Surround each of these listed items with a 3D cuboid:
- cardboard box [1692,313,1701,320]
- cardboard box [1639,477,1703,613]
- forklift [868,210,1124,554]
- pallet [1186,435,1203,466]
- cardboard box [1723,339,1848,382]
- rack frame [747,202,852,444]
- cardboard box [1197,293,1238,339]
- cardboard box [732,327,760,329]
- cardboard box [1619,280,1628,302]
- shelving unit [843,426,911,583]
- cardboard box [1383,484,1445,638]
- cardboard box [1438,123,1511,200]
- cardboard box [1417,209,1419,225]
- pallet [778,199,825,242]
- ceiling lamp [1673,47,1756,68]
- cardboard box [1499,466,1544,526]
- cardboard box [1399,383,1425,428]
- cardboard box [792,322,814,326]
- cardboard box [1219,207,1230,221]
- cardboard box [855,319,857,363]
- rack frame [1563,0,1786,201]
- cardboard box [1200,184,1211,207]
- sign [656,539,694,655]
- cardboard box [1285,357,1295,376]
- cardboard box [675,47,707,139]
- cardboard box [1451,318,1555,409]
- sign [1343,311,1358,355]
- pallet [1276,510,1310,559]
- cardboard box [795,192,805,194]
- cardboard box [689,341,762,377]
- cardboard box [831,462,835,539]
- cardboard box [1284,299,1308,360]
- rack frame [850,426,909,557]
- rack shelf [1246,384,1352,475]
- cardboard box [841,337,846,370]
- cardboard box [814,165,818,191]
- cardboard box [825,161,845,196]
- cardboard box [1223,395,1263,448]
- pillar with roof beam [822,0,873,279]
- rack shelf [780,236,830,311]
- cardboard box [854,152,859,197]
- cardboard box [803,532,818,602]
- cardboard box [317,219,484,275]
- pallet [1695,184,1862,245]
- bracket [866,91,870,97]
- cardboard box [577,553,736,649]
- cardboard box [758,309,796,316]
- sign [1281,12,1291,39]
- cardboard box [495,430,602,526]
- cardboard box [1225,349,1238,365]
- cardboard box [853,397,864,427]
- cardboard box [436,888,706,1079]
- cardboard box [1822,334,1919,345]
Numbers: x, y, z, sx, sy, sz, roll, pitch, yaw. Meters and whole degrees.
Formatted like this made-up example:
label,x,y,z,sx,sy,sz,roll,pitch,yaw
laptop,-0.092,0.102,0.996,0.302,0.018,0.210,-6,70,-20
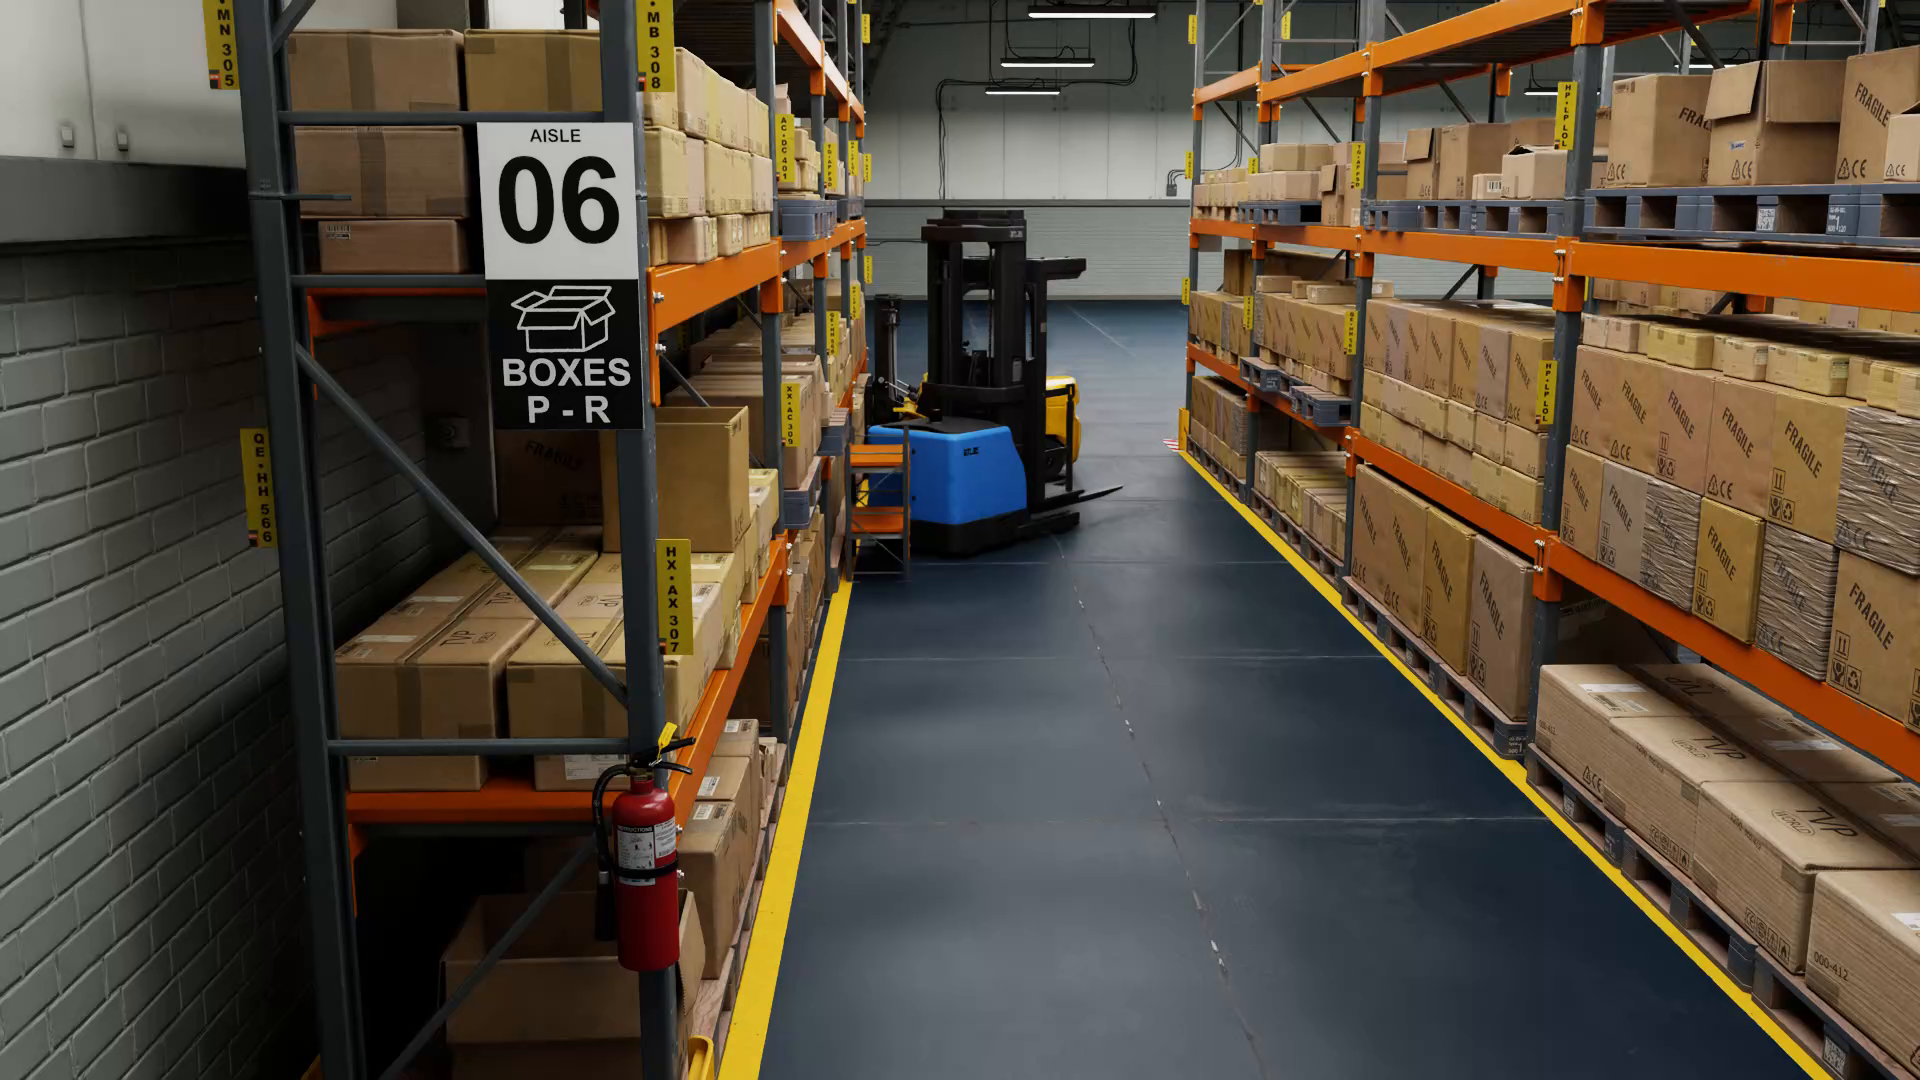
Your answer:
label,x,y,z,sx,sy,sz,roll,pitch,yaw
cardboard box,8.281,-2.118,17.580,0.875,0.550,0.550,0,11,-1
cardboard box,3.311,0.013,7.202,0.500,0.500,0.500,0,11,-1
forklift,0.462,-1.555,15.350,1.130,2.935,3.031,9,14,36
pallet,3.288,-1.074,19.821,1.003,0.211,1.213,0,11,-1
cardboard box,3.312,-0.722,6.676,0.380,0.149,0.250,0,11,-1
rack frame,-1.575,-1.801,16.392,1.000,3.000,0.127,0,11,-1
cardboard box,3.051,-2.614,19.398,0.500,0.500,0.500,0,11,1
cardboard box,-1.753,-1.742,14.216,0.380,0.149,0.250,0,11,0
cardboard box,8.324,-3.077,19.591,0.875,0.550,0.550,0,11,-1
shelving unit,-0.675,-0.311,13.764,0.538,1.125,1.048,0,11,-1
cardboard box,3.415,0.124,11.193,0.875,0.875,0.875,0,11,0
cardboard box,3.680,-2.556,11.260,0.700,0.500,0.500,-1,11,-4
cardboard box,3.254,-2.436,12.608,0.380,0.149,0.250,0,11,-1
pallet,-1.353,-1.718,8.914,1.213,0.211,1.003,0,11,-1
ceiling lamp,16.299,-11.718,35.505,2.000,3.185,0.800,0,11,-1
cardboard box,3.291,-0.246,9.106,0.500,0.250,0.500,-1,11,-3
cardboard box,3.241,-0.895,11.045,0.500,0.250,0.500,0,11,-1
cardboard box,-1.290,-1.847,14.735,0.380,0.149,0.250,0,11,-1
cardboard box,3.064,-3.588,18.287,0.380,0.149,0.250,-1,11,-3
cardboard box,-1.362,-2.143,17.828,0.500,0.500,0.500,0,11,-2
rack frame,3.553,-3.172,8.061,1.000,3.000,0.127,0,11,-1
cardboard box,3.049,-3.958,19.110,0.500,0.250,0.500,0,11,-2
sign,-0.785,0.158,4.559,0.100,0.325,0.005,0,11,-1
cardboard box,3.082,-1.534,14.653,0.380,0.149,0.250,0,11,1
cardboard box,-1.077,-1.393,5.210,0.500,0.250,0.500,0,11,-2
cardboard box,3.283,-1.062,9.984,0.500,0.500,0.500,0,11,1
sign,2.928,-1.551,12.449,0.100,0.325,0.005,0,11,-1
pallet,3.433,-0.058,14.812,1.003,0.211,1.213,0,11,-1
cardboard box,-1.230,-2.375,11.052,0.380,0.149,0.250,0,11,-1
cardboard box,-1.638,-1.158,11.913,0.500,0.500,0.500,0,11,2
cardboard box,-1.513,-0.302,13.918,0.875,0.625,0.625,0,11,1
cardboard box,3.139,-1.828,14.471,0.500,0.500,0.500,-1,11,-3
rack frame,-0.687,-0.412,14.262,0.500,1.125,0.032,0,11,-1
rack shelf,3.429,-1.072,14.608,1.077,0.370,4.000,0,11,-1
cardboard box,-1.287,-1.672,14.876,0.500,0.250,0.500,0,11,0
cardboard box,-1.038,-2.127,9.779,0.380,0.149,0.250,0,11,0
cardboard box,-1.317,-3.339,15.346,0.500,0.311,0.500,-1,11,-3
cardboard box,3.095,-1.265,17.725,0.500,0.500,0.500,0,11,0
pillar with roof beam,1.388,-8.990,36.738,9.100,9.000,0.548,0,11,-1
rack shelf,-1.451,-1.726,10.286,1.077,0.370,4.000,0,11,-1
cardboard box,-1.484,-4.079,18.517,0.700,0.500,0.500,0,11,-1
cardboard box,-1.269,0.196,11.778,0.500,0.500,0.500,0,11,-2
cardboard box,-1.565,-0.825,4.669,0.380,0.149,0.250,0,11,0
pallet,3.581,-1.254,6.373,1.003,0.211,1.213,0,11,-1
bracket,-2.867,-13.677,50.787,0.235,0.232,0.430,0,11,-1
cardboard box,-1.092,0.220,6.060,0.500,0.250,0.500,0,11,-2
cardboard box,-1.839,-2.231,16.627,0.380,0.149,0.250,0,11,-1
sign,3.860,-6.091,19.701,0.100,0.325,0.005,0,11,-1
cardboard box,-1.645,-0.353,6.999,0.500,0.500,0.500,-1,11,-3
cardboard box,3.052,-1.963,17.825,0.380,0.149,0.250,0,11,-2
cardboard box,-1.272,-1.348,17.505,0.500,0.250,0.500,0,11,-1
cardboard box,-1.245,1.480,5.441,0.797,0.503,0.637,-1,11,-3
cardboard box,3.841,-0.774,6.934,0.380,0.149,0.250,0,11,-2
